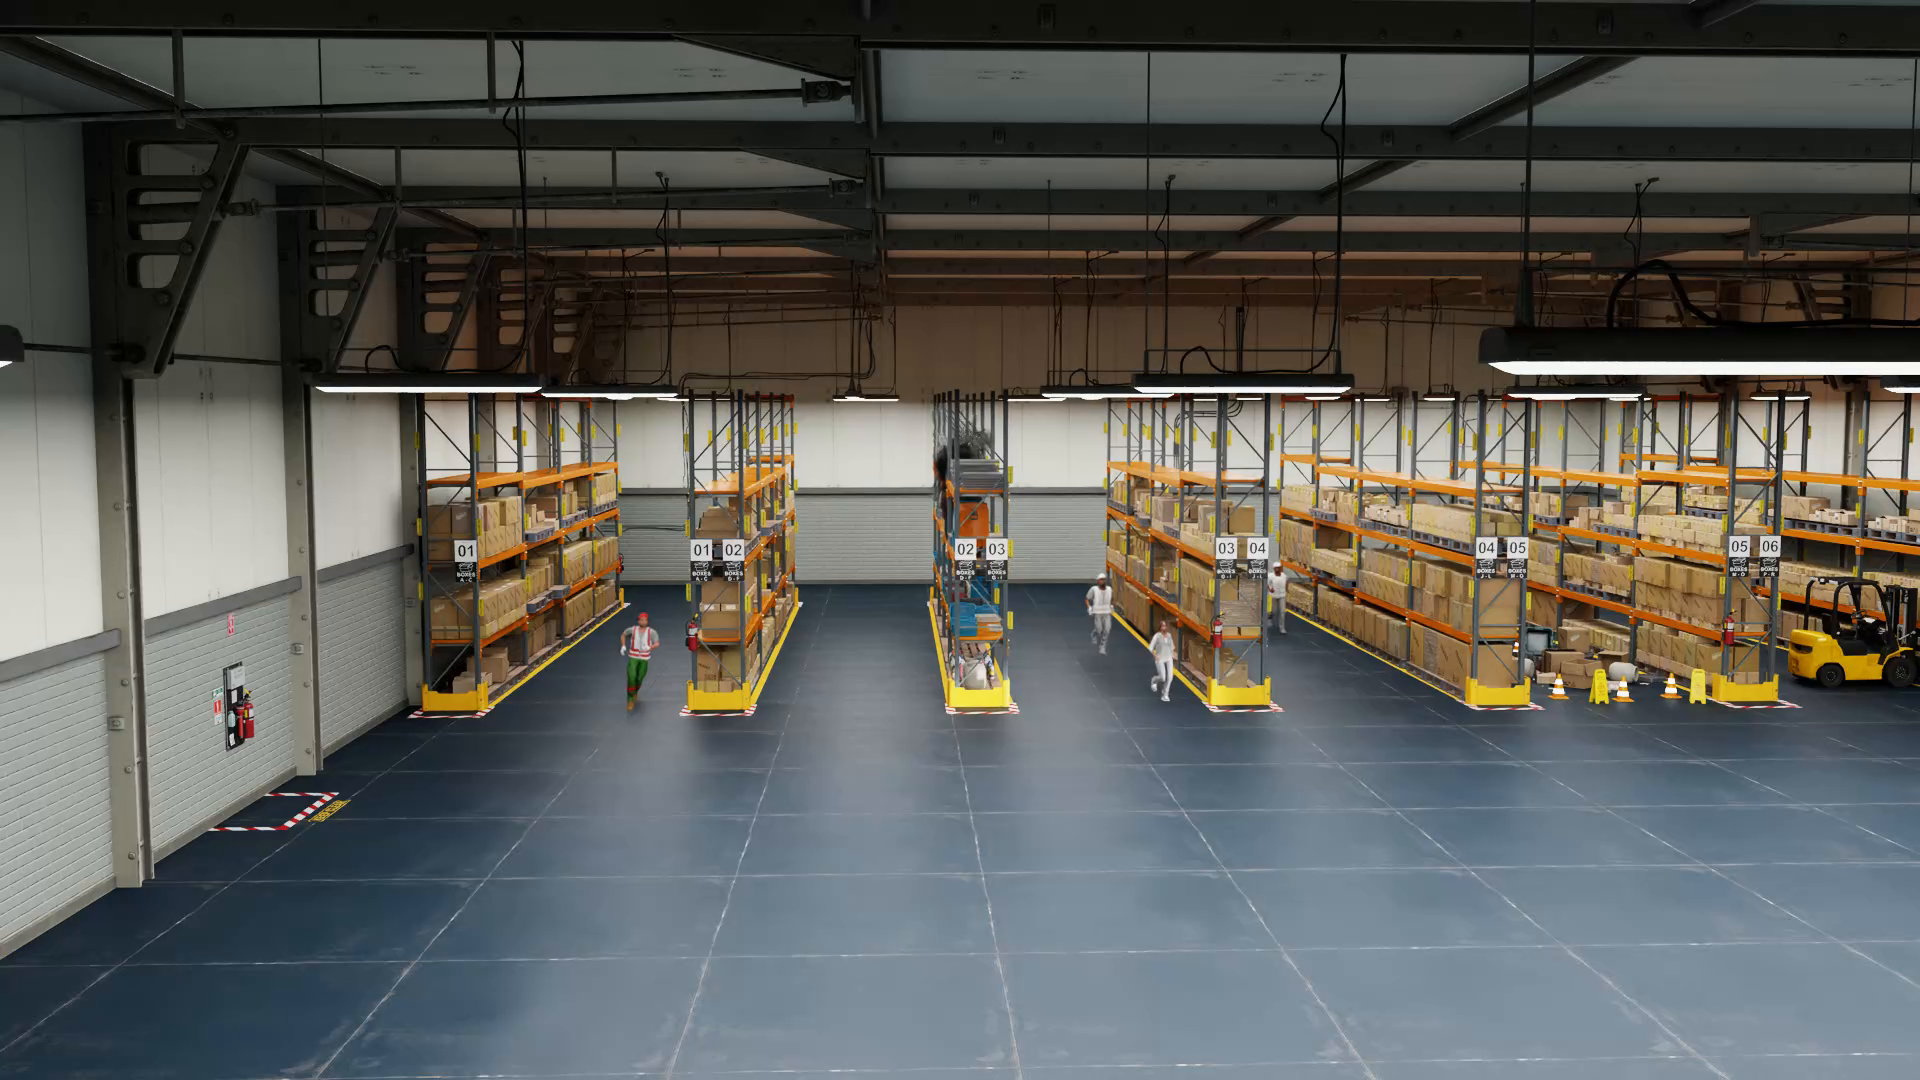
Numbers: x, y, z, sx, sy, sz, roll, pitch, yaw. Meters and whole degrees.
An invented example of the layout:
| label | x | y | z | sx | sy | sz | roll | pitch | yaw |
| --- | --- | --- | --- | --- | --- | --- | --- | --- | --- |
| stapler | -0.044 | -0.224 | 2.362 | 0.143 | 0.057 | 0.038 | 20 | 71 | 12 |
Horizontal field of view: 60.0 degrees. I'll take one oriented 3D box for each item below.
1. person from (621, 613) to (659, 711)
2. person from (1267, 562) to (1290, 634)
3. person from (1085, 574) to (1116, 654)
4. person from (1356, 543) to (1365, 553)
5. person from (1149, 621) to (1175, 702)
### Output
| label | x | y | z | sx | sy | sz | roll | pitch | yaw |
| --- | --- | --- | --- | --- | --- | --- | --- | --- | --- |
| person | -6.069 | 2.272 | 31.560 | 0.710 | 1.803 | 0.903 | -1 | 5 | -16 |
| person | 7.954 | 1.427 | 41.735 | 0.709 | 1.754 | 0.977 | -1 | 5 | -9 |
| person | 3.076 | 1.604 | 36.320 | 0.660 | 1.747 | 0.602 | -1 | 5 | -10 |
| person | 11.785 | 0.895 | 49.134 | 0.651 | 1.663 | 0.581 | -1 | 5 | -9 |
| person | 3.915 | 2.323 | 32.051 | 0.534 | 1.541 | 0.584 | -2 | 5 | -19 |
